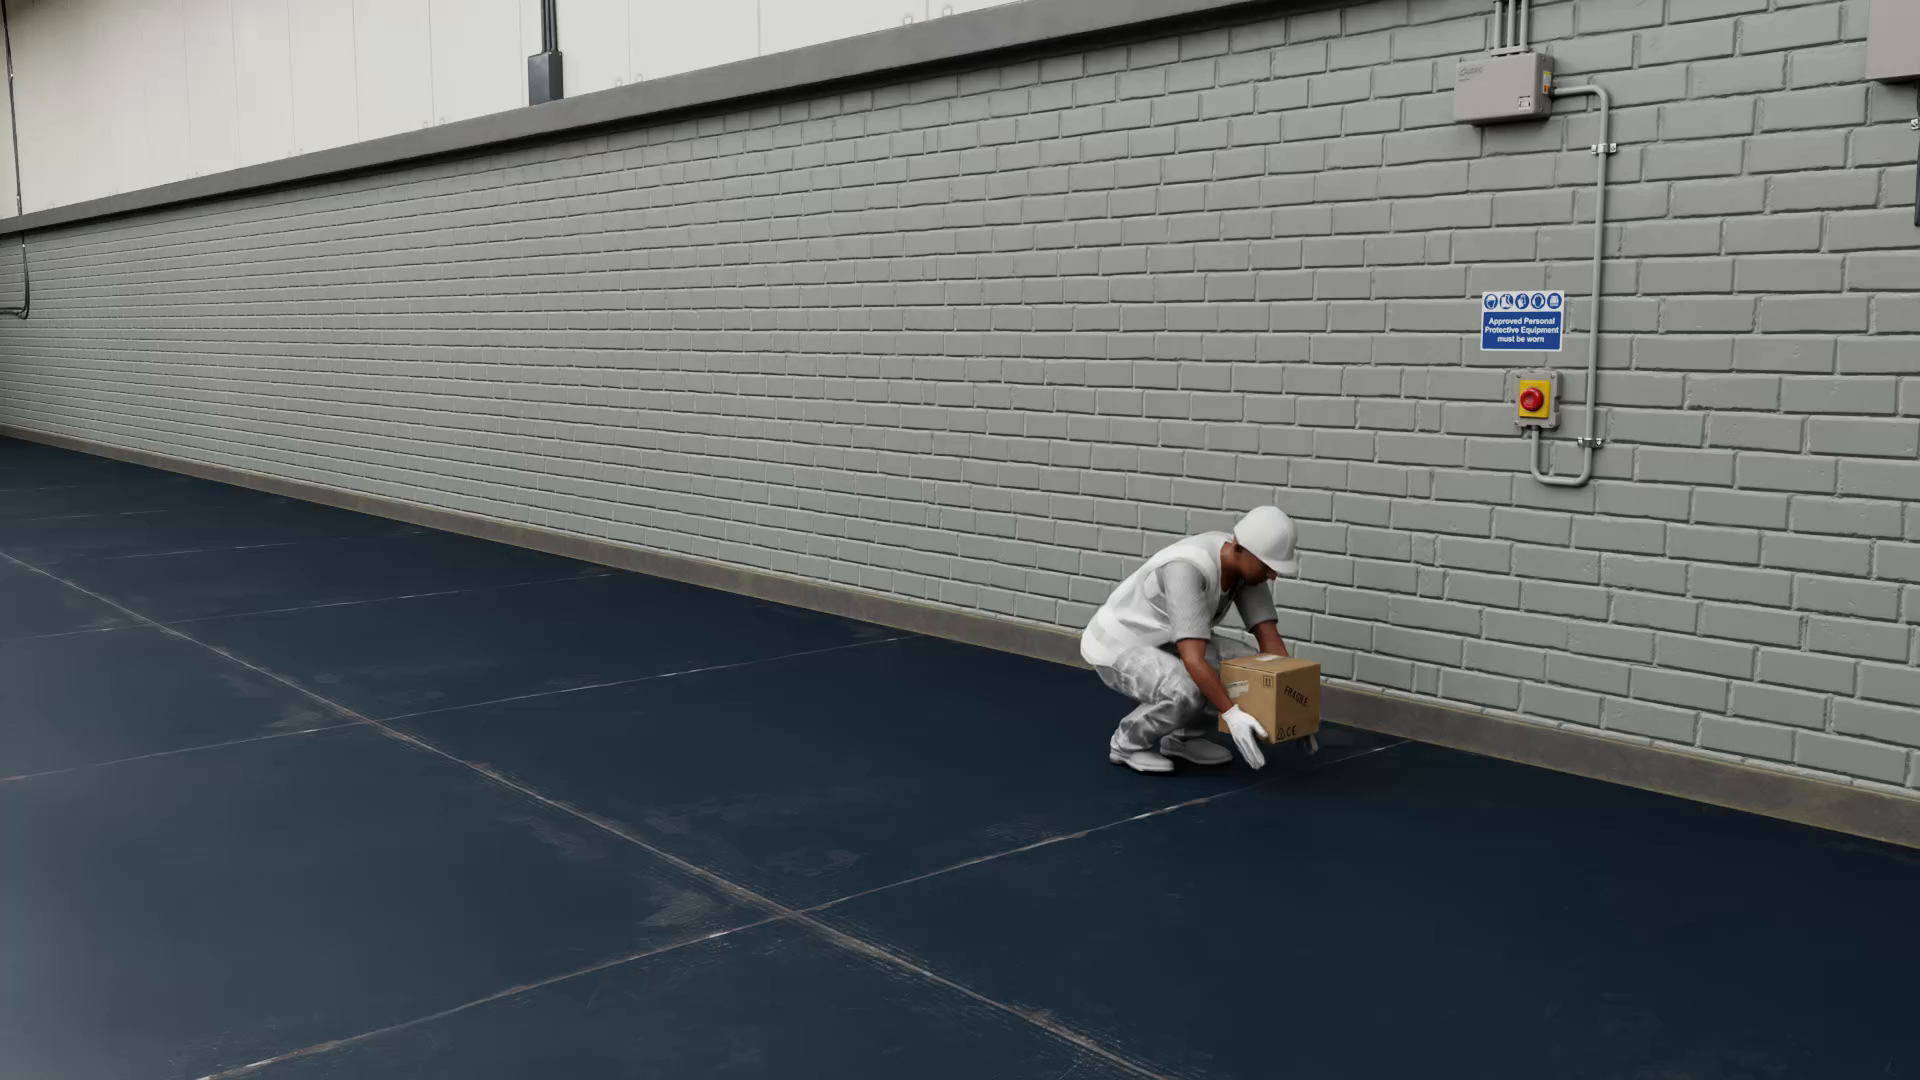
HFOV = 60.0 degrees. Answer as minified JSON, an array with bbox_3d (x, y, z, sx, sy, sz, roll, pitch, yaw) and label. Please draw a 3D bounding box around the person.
[{"bbox_3d":[0.877,0.354,6.072,0.565,0.996,0.899,-6,10,-41],"label":"person"}]
